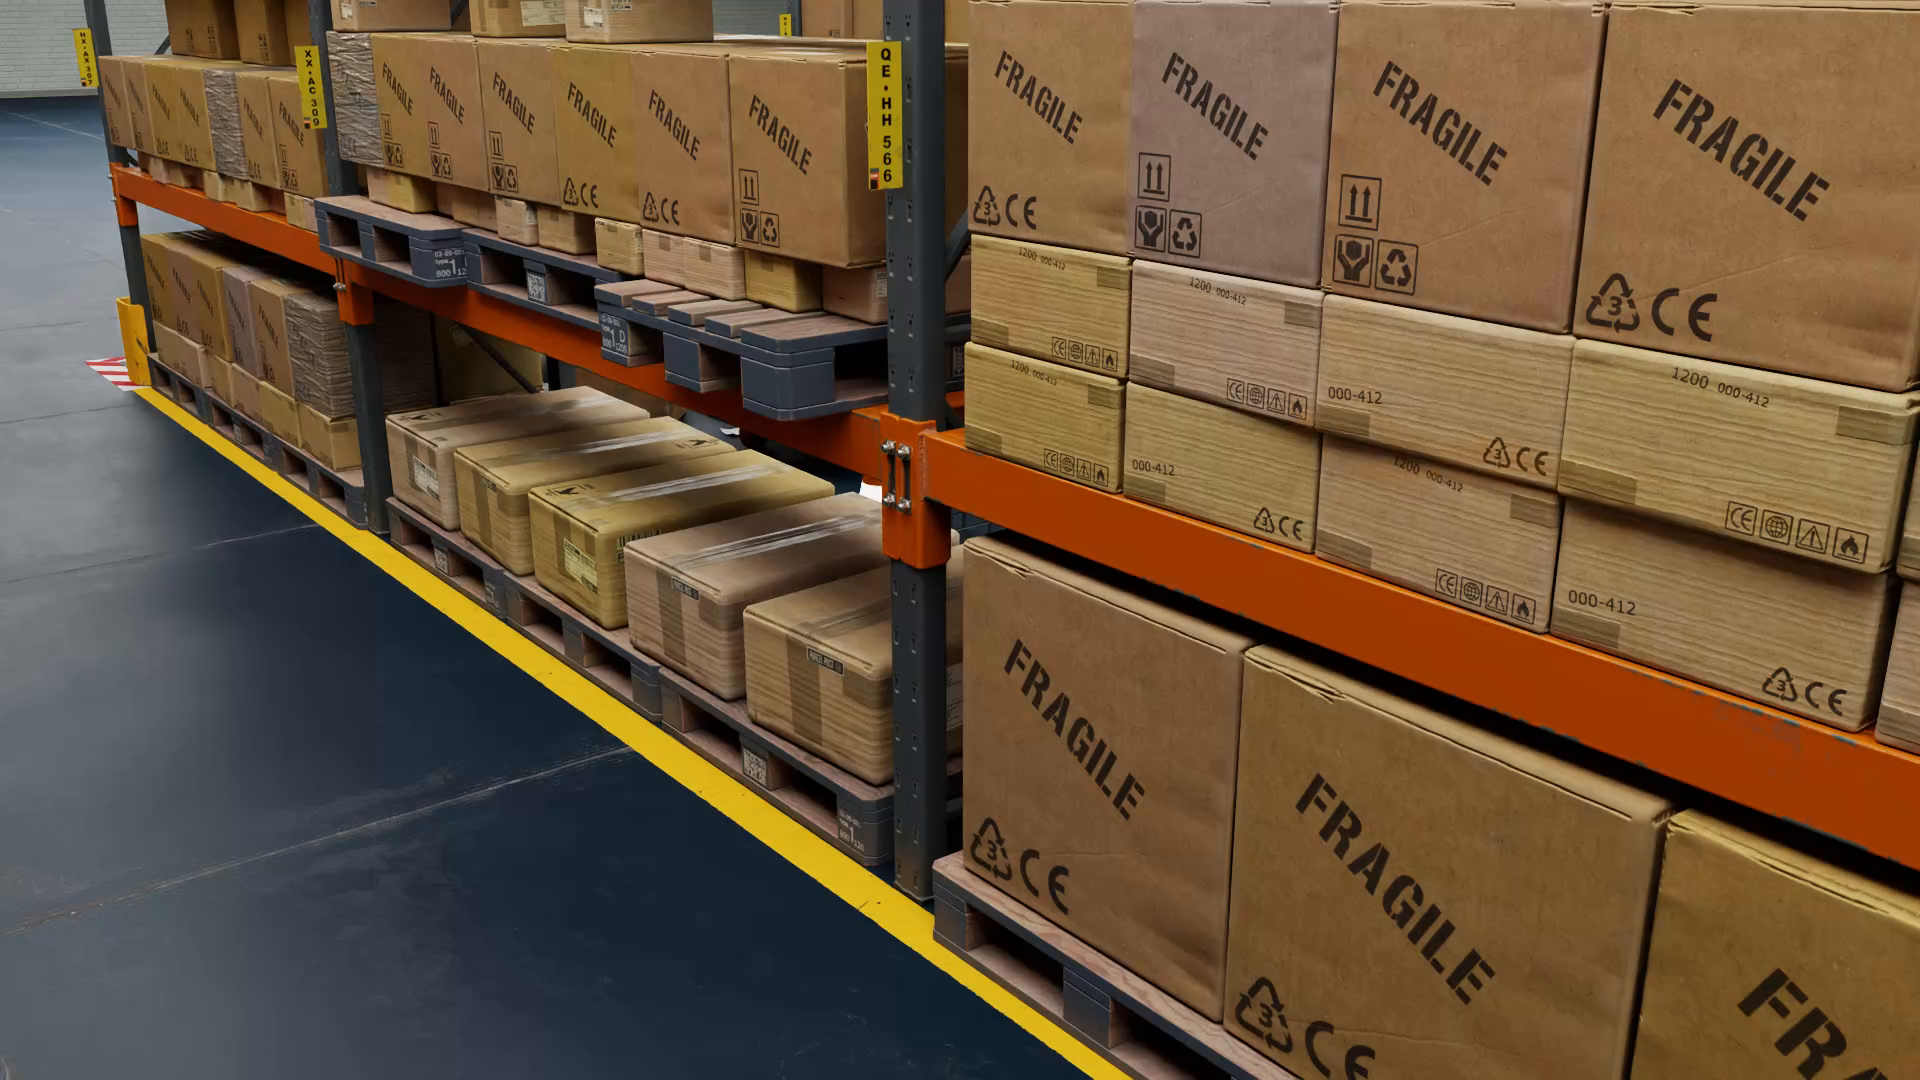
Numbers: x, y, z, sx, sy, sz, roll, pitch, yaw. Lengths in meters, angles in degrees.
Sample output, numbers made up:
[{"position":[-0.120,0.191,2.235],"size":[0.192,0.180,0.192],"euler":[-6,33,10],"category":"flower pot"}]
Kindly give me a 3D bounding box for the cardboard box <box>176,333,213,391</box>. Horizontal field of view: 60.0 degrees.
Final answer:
[{"position":[-4.121,-1.049,9.464],"size":[0.500,0.250,0.500],"euler":[-13,22,-34],"category":"cardboard box"}]

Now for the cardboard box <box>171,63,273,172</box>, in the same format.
[{"position":[-3.676,-2.176,8.531],"size":[0.500,0.500,0.500],"euler":[-15,23,-37],"category":"cardboard box"}]

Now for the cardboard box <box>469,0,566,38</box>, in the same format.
[{"position":[-1.462,-1.812,5.732],"size":[0.380,0.149,0.250],"euler":[-12,22,-33],"category":"cardboard box"}]

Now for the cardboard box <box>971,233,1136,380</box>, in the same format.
[{"position":[0.372,-0.556,3.714],"size":[0.500,0.250,0.500],"euler":[-14,23,-36],"category":"cardboard box"}]

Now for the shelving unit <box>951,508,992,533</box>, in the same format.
[{"position":[-0.009,-0.573,7.185],"size":[0.258,1.200,0.189],"euler":[-14,23,-36],"category":"shelving unit"}]

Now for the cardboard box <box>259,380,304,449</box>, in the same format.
[{"position":[-3.148,-0.665,8.307],"size":[0.500,0.250,0.500],"euler":[-15,23,-38],"category":"cardboard box"}]

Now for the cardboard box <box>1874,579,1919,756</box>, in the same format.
[{"position":[1.645,0.178,2.290],"size":[0.500,0.250,0.500],"euler":[-15,23,-38],"category":"cardboard box"}]

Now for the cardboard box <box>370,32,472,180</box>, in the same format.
[{"position":[-1.854,-1.642,6.250],"size":[0.500,0.500,0.500],"euler":[-14,23,-36],"category":"cardboard box"}]

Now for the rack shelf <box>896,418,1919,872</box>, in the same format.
[{"position":[1.493,0.271,2.917],"size":[1.077,0.370,4.000],"euler":[-14,23,-36],"category":"rack shelf"}]

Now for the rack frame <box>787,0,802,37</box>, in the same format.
[{"position":[-0.898,-3.526,13.238],"size":[1.000,3.000,0.127],"euler":[-14,23,-36],"category":"rack frame"}]

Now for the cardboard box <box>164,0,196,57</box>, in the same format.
[{"position":[-4.227,-3.115,9.774],"size":[0.700,0.500,0.500],"euler":[-15,23,-37],"category":"cardboard box"}]

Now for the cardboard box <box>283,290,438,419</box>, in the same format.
[{"position":[-2.810,-0.892,7.799],"size":[0.500,0.500,0.500],"euler":[-14,23,-37],"category":"cardboard box"}]

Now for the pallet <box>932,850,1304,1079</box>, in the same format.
[{"position":[0.682,0.969,4.099],"size":[1.003,0.211,1.213],"euler":[-14,23,-36],"category":"pallet"}]

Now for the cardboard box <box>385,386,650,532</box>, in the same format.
[{"position":[-1.905,-0.372,7.227],"size":[0.950,0.372,0.625],"euler":[-14,23,-35],"category":"cardboard box"}]

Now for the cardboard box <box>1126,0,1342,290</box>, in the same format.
[{"position":[0.681,-0.796,3.244],"size":[0.500,0.500,0.500],"euler":[-14,23,-36],"category":"cardboard box"}]

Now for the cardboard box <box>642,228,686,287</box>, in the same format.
[{"position":[-0.701,-0.847,4.881],"size":[0.380,0.149,0.250],"euler":[-15,24,-39],"category":"cardboard box"}]

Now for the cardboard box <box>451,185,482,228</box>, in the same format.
[{"position":[-1.626,-1.241,6.071],"size":[0.380,0.149,0.250],"euler":[-14,23,-35],"category":"cardboard box"}]

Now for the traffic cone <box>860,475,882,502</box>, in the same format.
[{"position":[-0.365,-0.312,7.570],"size":[0.336,0.463,0.334],"euler":[-14,23,-36],"category":"traffic cone"}]

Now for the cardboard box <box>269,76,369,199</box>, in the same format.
[{"position":[-2.703,-1.799,7.390],"size":[0.500,0.500,0.500],"euler":[-15,23,-37],"category":"cardboard box"}]

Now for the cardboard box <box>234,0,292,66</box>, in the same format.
[{"position":[-3.321,-2.733,8.621],"size":[0.700,0.500,0.500],"euler":[-14,23,-36],"category":"cardboard box"}]

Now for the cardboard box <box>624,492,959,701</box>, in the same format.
[{"position":[-0.556,0.163,5.610],"size":[0.950,0.372,0.625],"euler":[-15,23,-37],"category":"cardboard box"}]

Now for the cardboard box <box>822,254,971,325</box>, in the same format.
[{"position":[-0.137,-0.678,4.371],"size":[0.380,0.149,0.250],"euler":[-13,22,-34],"category":"cardboard box"}]

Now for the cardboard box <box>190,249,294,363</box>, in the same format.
[{"position":[-3.783,-1.273,8.948],"size":[0.500,0.500,0.500],"euler":[-13,23,-35],"category":"cardboard box"}]

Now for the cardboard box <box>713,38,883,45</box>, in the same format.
[{"position":[-0.511,-1.364,5.410],"size":[0.500,0.500,0.500],"euler":[-14,23,-35],"category":"cardboard box"}]

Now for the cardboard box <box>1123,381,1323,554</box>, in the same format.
[{"position":[0.691,-0.199,3.431],"size":[0.500,0.250,0.500],"euler":[-15,23,-38],"category":"cardboard box"}]

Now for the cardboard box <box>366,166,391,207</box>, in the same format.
[{"position":[-2.137,-1.431,6.644],"size":[0.380,0.149,0.250],"euler":[-14,23,-35],"category":"cardboard box"}]

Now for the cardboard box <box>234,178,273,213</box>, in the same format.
[{"position":[-3.304,-1.699,8.122],"size":[0.380,0.149,0.250],"euler":[-14,23,-37],"category":"cardboard box"}]

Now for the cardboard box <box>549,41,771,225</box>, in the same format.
[{"position":[-0.893,-1.258,5.091],"size":[0.500,0.500,0.500],"euler":[-16,24,-40],"category":"cardboard box"}]

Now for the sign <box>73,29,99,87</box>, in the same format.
[{"position":[-5.141,-2.840,9.789],"size":[0.100,0.325,0.005],"euler":[-14,23,-36],"category":"sign"}]

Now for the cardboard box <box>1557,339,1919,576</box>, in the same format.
[{"position":[1.297,-0.176,2.566],"size":[0.500,0.250,0.500],"euler":[-13,23,-35],"category":"cardboard box"}]

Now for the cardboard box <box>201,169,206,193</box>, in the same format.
[{"position":[-3.738,-1.898,8.721],"size":[0.380,0.149,0.250],"euler":[-15,23,-38],"category":"cardboard box"}]

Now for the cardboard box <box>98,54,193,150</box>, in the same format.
[{"position":[-4.639,-2.552,9.667],"size":[0.500,0.500,0.500],"euler":[-14,23,-37],"category":"cardboard box"}]

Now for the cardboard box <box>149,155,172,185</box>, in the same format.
[{"position":[-4.277,-2.079,9.269],"size":[0.380,0.149,0.250],"euler":[-14,23,-35],"category":"cardboard box"}]

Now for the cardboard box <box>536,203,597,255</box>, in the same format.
[{"position":[-1.161,-1.045,5.477],"size":[0.380,0.149,0.250],"euler":[-15,23,-38],"category":"cardboard box"}]

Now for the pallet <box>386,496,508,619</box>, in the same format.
[{"position":[-1.748,-0.034,7.128],"size":[1.003,0.211,1.213],"euler":[-14,23,-36],"category":"pallet"}]

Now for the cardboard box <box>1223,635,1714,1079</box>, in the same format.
[{"position":[1.166,0.653,3.331],"size":[0.875,0.875,0.875],"euler":[-14,23,-35],"category":"cardboard box"}]

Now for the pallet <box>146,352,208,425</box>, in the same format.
[{"position":[-4.192,-0.985,10.002],"size":[1.003,0.211,1.213],"euler":[-14,23,-36],"category":"pallet"}]

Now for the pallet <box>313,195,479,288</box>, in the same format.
[{"position":[-1.872,-1.241,6.644],"size":[1.003,0.211,1.213],"euler":[-14,23,-36],"category":"pallet"}]

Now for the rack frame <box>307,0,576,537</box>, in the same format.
[{"position":[-2.232,-1.549,7.268],"size":[1.000,3.000,0.127],"euler":[-14,23,-36],"category":"rack frame"}]

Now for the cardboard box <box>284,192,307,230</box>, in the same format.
[{"position":[-2.831,-1.510,7.549],"size":[0.380,0.149,0.250],"euler":[-13,23,-35],"category":"cardboard box"}]
